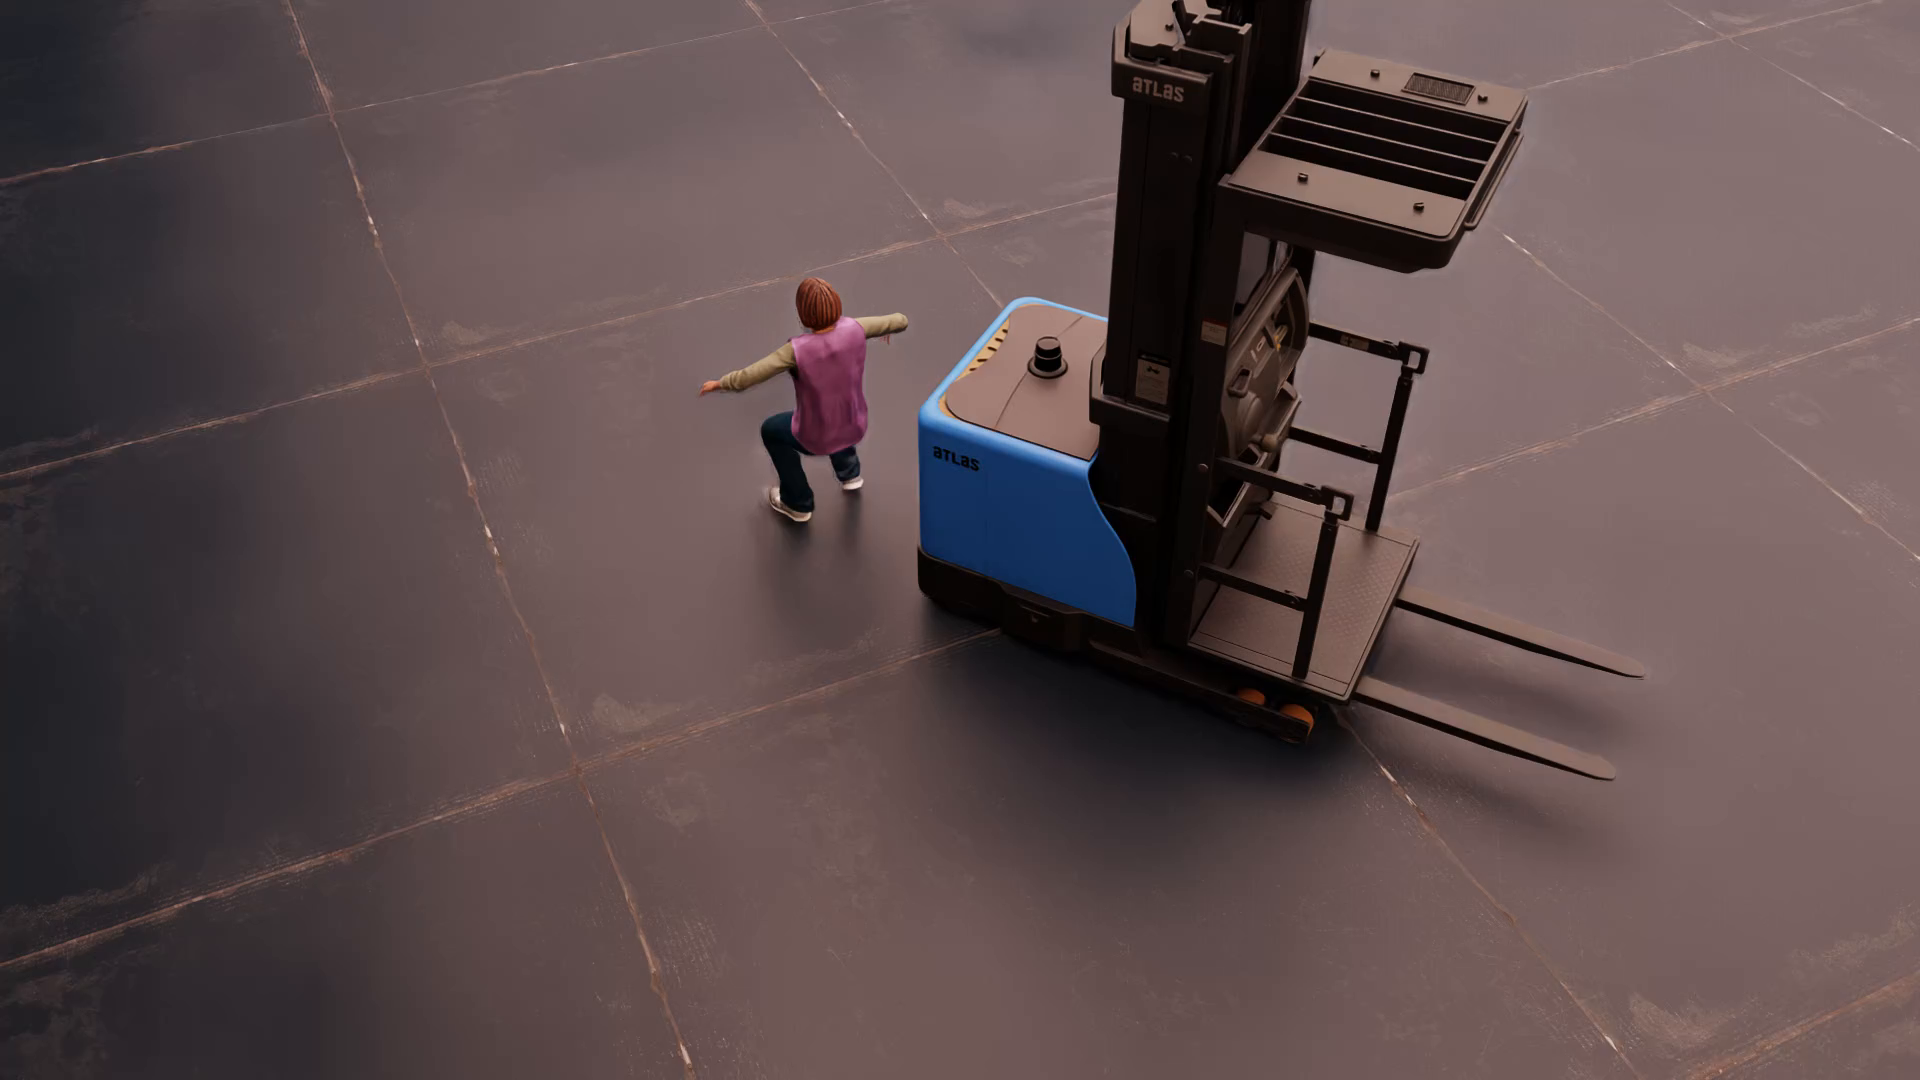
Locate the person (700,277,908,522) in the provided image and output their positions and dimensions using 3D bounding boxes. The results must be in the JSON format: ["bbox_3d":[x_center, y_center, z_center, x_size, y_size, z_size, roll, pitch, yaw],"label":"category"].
[{"bbox_3d":[-0.674,-0.608,7.450,0.922,1.449,0.553,-21,47,-21],"label":"person"}]

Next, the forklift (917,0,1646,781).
[{"bbox_3d":[1.361,-0.644,6.371,3.031,2.935,1.130,19,46,19],"label":"forklift"}]
